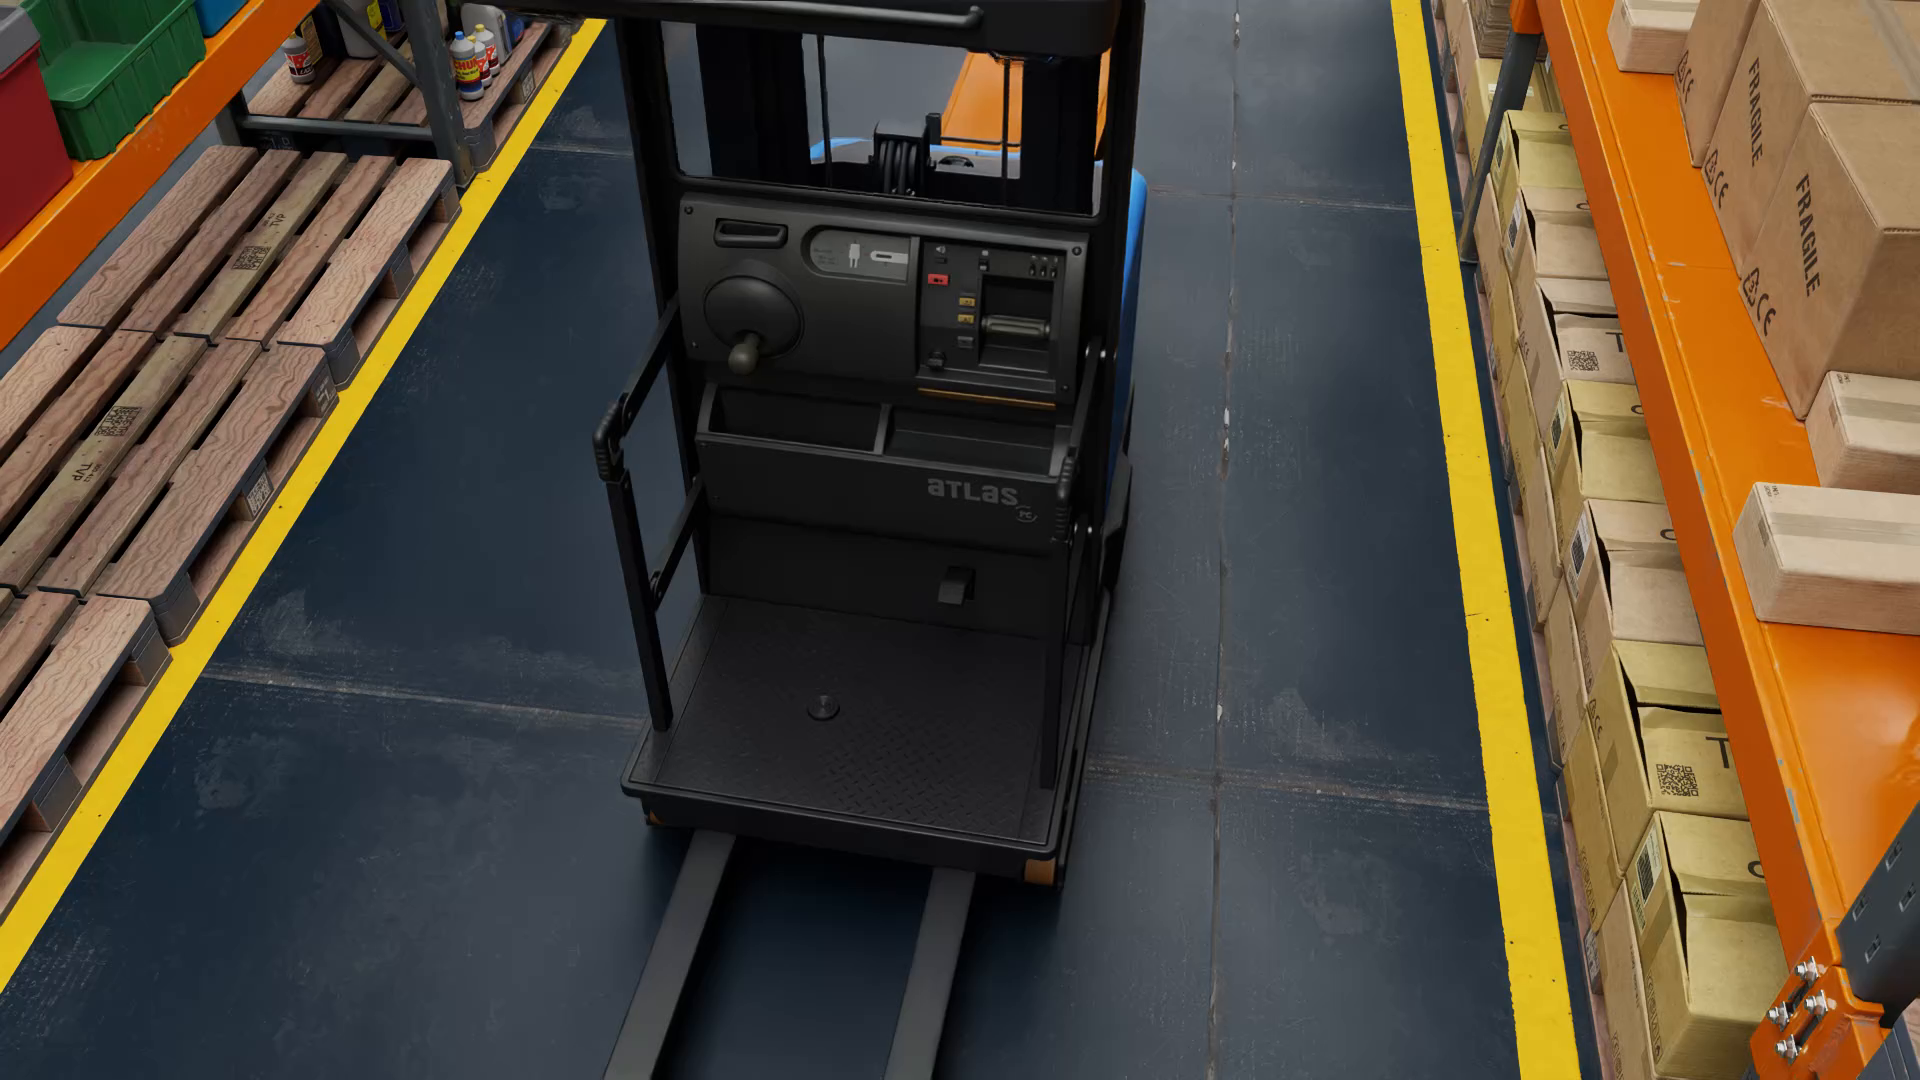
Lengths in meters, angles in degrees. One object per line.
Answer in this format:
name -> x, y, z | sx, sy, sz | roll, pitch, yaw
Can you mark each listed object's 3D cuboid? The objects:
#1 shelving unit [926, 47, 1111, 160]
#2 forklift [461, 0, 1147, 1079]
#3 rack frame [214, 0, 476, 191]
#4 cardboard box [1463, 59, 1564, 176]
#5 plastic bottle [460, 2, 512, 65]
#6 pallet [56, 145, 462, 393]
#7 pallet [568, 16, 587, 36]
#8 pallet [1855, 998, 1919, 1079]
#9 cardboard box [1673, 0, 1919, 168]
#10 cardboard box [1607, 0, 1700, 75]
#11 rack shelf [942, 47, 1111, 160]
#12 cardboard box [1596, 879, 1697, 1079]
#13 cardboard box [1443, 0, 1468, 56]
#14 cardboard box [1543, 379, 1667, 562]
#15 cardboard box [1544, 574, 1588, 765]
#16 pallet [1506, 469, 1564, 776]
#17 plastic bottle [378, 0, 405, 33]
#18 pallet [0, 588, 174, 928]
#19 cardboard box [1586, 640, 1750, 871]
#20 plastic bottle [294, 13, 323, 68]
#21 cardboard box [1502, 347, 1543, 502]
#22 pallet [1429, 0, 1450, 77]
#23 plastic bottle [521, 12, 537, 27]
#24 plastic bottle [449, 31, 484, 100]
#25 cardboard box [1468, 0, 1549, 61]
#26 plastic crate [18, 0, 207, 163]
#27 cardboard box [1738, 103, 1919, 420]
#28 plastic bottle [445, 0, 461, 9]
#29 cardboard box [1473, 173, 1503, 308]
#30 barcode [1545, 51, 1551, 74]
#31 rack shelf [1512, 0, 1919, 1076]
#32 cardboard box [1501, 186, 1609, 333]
shelving unit -> 0.240, -1.182, 5.680 | 0.538, 1.125, 1.048 | 7, 44, 8
forklift -> -0.220, -0.452, 3.595 | 1.130, 2.935, 3.031 | 7, 44, 8
rack frame -> -2.493, -2.595, 5.809 | 1.000, 3.000, 0.127 | 5, 44, 6
cardboard box -> 2.261, -1.632, 6.486 | 0.500, 0.250, 0.500 | 5, 44, 6
plastic bottle -> -2.001, -2.166, 7.017 | 0.152, 0.276, 0.135 | 7, 44, 7
pallet -> -2.558, -1.044, 6.199 | 1.003, 0.211, 1.213 | 5, 44, 6
pallet -> -2.204, -2.870, 8.128 | 1.003, 0.211, 1.213 | 5, 44, 6
pallet -> 1.868, 1.122, 2.023 | 1.213, 0.211, 1.003 | 5, 44, 6
cardboard box -> 2.229, -1.297, 4.366 | 0.500, 0.500, 0.500 | 8, 44, 9
cardboard box -> 2.097, -1.466, 4.799 | 0.380, 0.149, 0.250 | 5, 44, 6
rack shelf -> 0.240, -1.394, 5.479 | 0.538, 0.278, 1.000 | 7, 44, 8
cardboard box -> 1.715, 1.049, 3.655 | 0.500, 0.250, 0.500 | 6, 44, 7
cardboard box -> 2.389, -2.314, 7.207 | 0.500, 0.250, 0.500 | 5, 44, 6
cardboard box -> 1.913, -0.193, 4.559 | 0.500, 0.311, 0.500 | 6, 44, 7
cardboard box -> 1.850, 0.355, 4.388 | 0.500, 0.250, 0.500 | 6, 44, 6
pallet -> 2.199, 0.210, 4.875 | 1.003, 0.211, 1.213 | 5, 44, 6
plastic bottle -> -2.518, -2.365, 7.227 | 0.152, 0.276, 0.135 | 5, 44, 6
pallet -> -2.881, 0.619, 4.442 | 1.003, 0.211, 1.213 | 5, 44, 6
cardboard box -> 1.775, 0.492, 3.835 | 0.500, 0.311, 0.500 | 5, 44, 5
plastic bottle -> -2.756, -2.126, 6.969 | 0.061, 0.283, 0.133 | 7, 44, 8
cardboard box -> 1.983, -0.342, 5.124 | 0.500, 0.250, 0.500 | 4, 44, 4
pallet -> 2.722, -2.502, 7.738 | 1.003, 0.211, 1.213 | 5, 44, 6
plastic bottle -> -1.950, -2.434, 7.245 | 0.144, 0.351, 0.185 | 4, 44, 4
plastic bottle -> -2.016, -1.941, 6.783 | 0.097, 0.271, 0.097 | 0, 43, 0
cardboard box -> 2.339, -2.244, 6.587 | 0.500, 0.500, 0.500 | 5, 44, 6
plastic crate -> -2.443, -1.305, 4.601 | 0.450, 0.188, 0.662 | 5, 44, 6
cardboard box -> 2.093, -0.597, 3.626 | 0.500, 0.500, 0.500 | 3, 44, 3
plastic bottle -> -2.118, -2.318, 7.123 | 0.144, 0.351, 0.185 | 5, 44, 6
cardboard box -> 2.118, -1.044, 5.865 | 0.500, 0.250, 0.500 | 4, 44, 5
barcode -> 1.970, -1.607, 5.565 | 0.001, 0.075, 0.075 | 5, 44, 6
rack shelf -> 2.152, -0.518, 4.138 | 1.077, 0.370, 4.000 | 5, 44, 6
cardboard box -> 2.044, -0.900, 5.305 | 0.500, 0.311, 0.500 | 5, 44, 5
